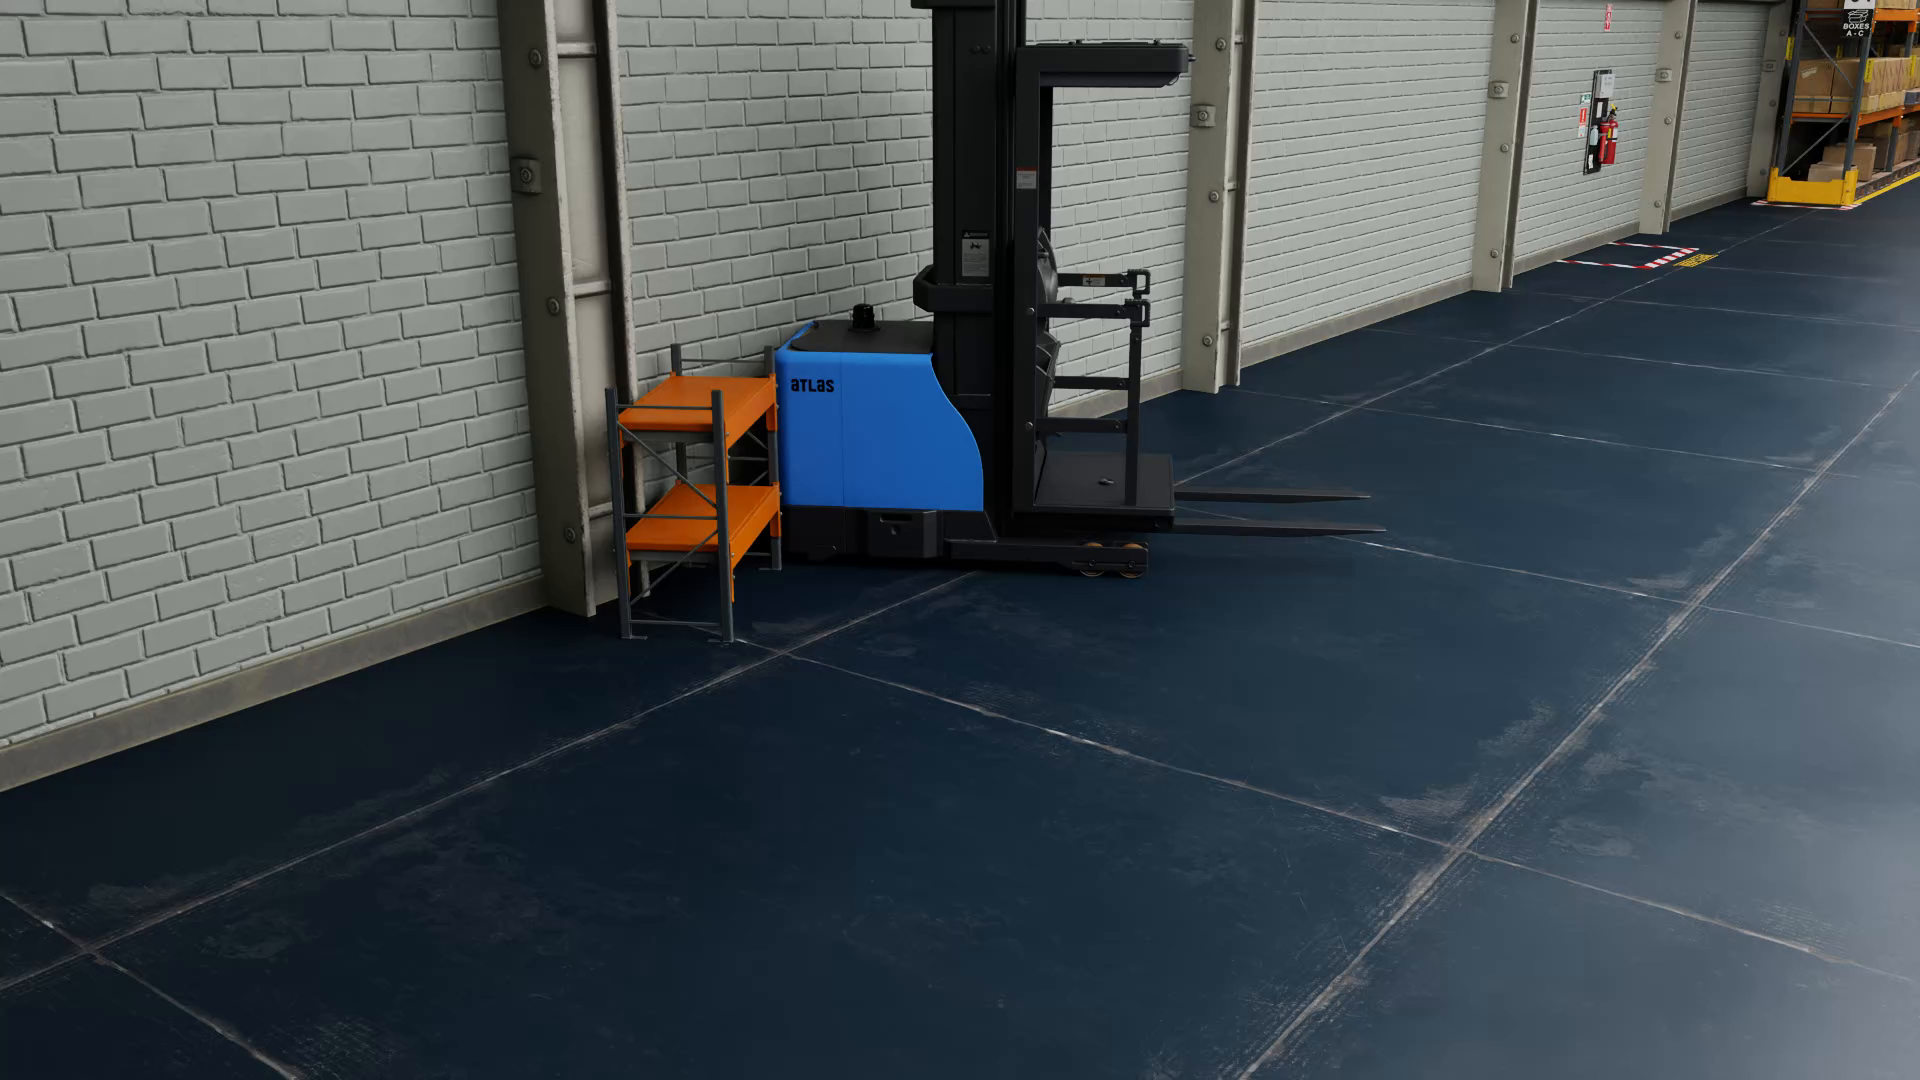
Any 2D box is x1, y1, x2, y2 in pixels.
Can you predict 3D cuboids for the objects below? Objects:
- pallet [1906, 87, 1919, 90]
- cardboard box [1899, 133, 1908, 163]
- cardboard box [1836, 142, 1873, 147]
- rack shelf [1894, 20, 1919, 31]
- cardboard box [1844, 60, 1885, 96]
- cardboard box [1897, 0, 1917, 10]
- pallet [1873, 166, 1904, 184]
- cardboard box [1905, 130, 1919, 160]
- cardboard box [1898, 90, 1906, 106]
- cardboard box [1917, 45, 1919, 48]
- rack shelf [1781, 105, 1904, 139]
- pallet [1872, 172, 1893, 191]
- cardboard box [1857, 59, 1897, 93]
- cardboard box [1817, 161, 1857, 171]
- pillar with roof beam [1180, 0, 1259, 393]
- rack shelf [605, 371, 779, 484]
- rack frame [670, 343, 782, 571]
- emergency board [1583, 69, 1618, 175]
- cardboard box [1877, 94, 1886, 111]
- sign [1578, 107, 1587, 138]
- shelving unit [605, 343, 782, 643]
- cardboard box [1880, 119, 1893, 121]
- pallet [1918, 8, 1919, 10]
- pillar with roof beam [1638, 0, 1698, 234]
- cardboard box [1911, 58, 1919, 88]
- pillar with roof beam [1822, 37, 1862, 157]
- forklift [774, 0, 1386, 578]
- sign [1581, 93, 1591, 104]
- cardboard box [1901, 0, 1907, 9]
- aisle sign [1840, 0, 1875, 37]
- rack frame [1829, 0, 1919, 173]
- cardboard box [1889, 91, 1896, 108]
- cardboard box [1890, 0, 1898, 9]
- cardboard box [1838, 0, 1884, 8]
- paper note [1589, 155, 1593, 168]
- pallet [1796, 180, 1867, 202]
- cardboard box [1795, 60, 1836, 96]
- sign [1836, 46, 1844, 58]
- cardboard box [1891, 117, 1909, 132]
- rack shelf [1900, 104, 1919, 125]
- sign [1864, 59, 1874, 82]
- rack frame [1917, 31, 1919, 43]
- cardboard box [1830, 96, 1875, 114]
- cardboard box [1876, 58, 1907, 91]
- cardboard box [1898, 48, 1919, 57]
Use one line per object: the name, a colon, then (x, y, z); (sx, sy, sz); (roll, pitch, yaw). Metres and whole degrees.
pallet: (16.488, -7.886, 29.403); (1.003, 0.211, 1.213); (12, 21, 35)
cardboard box: (16.573, -7.066, 29.914); (0.700, 0.500, 0.500); (12, 21, 34)
cardboard box: (14.665, -6.265, 27.335); (0.500, 0.500, 0.500); (11, 20, 31)
rack shelf: (18.826, -10.021, 32.112); (1.077, 0.370, 4.000); (12, 21, 35)
cardboard box: (13.696, -7.023, 25.257); (0.500, 0.500, 0.500); (12, 21, 35)
cardboard box: (15.147, -8.829, 26.856); (0.500, 0.500, 0.500); (13, 22, 36)
pallet: (15.714, -6.357, 28.860); (1.003, 0.211, 1.213); (12, 21, 35)
cardboard box: (17.247, -7.292, 30.640); (0.700, 0.500, 0.500); (13, 21, 35)
cardboard box: (15.212, -7.275, 27.332); (0.500, 0.250, 0.500); (12, 21, 35)
cardboard box: (18.129, -9.083, 30.967); (0.500, 0.250, 0.500); (13, 22, 36)
rack shelf: (14.059, -6.683, 26.421); (1.077, 0.370, 4.000); (12, 21, 35)
pallet: (14.879, -6.005, 27.726); (1.003, 0.211, 1.213); (12, 21, 35)
cardboard box: (14.307, -7.270, 26.052); (0.500, 0.500, 0.500); (13, 22, 36)
cardboard box: (13.692, -5.761, 26.030); (0.500, 0.311, 0.500); (15, 22, 39)
pillar with roof beam: (5.322, -4.687, 8.664); (9.100, 9.000, 0.400); (12, 21, 35)
rack shelf: (-1.192, -0.526, 7.555); (0.538, 0.278, 1.000); (2, 17, 6)
rack frame: (-1.138, -0.397, 8.125); (0.500, 1.125, 0.032); (2, 17, 6)
emergency board: (7.512, -4.859, 19.334); (0.194, 1.169, 0.643); (12, 21, 35)
cardboard box: (14.019, -6.795, 25.787); (0.500, 0.250, 0.500); (12, 21, 34)
sign: (7.099, -4.763, 18.963); (0.001, 0.329, 0.234); (12, 21, 35)
shelving unit: (-1.192, -0.247, 7.642); (0.538, 1.125, 1.048); (2, 17, 6)
cardboard box: (16.243, -7.286, 29.357); (0.500, 0.250, 0.500); (12, 21, 33)
pallet: (15.704, -8.974, 27.844); (1.213, 0.211, 1.003); (12, 21, 35)
pillar with roof beam: (12.472, -7.545, 17.868); (9.100, 9.000, 0.400); (12, 21, 35)
cardboard box: (16.287, -8.171, 29.086); (0.700, 0.500, 0.500); (16, 24, 42)
pillar with roof beam: (19.622, -10.404, 27.072); (9.100, 9.000, 0.400); (12, 21, 35)
forklift: (0.619, -1.380, 8.244); (3.031, 2.935, 1.130); (2, 17, 6)
sign: (7.109, -5.015, 18.883); (0.001, 0.109, 0.331); (12, 21, 35)
cardboard box: (14.537, -8.572, 26.030); (0.500, 0.500, 0.500); (11, 21, 33)
aisle sign: (13.066, -7.722, 24.169); (0.394, 0.787, 0.004); (12, 21, 35)
rack frame: (15.251, -7.503, 27.848); (1.000, 3.000, 0.127); (12, 21, 35)
cardboard box: (14.621, -7.035, 26.560); (0.500, 0.250, 0.500); (12, 21, 34)
cardboard box: (13.922, -8.322, 25.224); (0.500, 0.500, 0.500); (14, 22, 37)
cardboard box: (13.268, -8.076, 24.432); (0.500, 0.500, 0.500); (13, 22, 36)
paper note: (7.351, -4.409, 19.368); (0.016, 0.148, 0.142); (12, 21, 35)
pallet: (13.425, -5.424, 25.855); (1.003, 0.211, 1.213); (12, 21, 35)
cardboard box: (12.978, -6.997, 25.171); (0.500, 0.500, 0.500); (12, 21, 34)
sign: (14.803, -8.154, 27.990); (0.100, 0.325, 0.005); (12, 21, 35)
cardboard box: (16.857, -7.525, 30.127); (0.500, 0.250, 0.500); (13, 21, 36)
rack shelf: (16.442, -7.636, 29.489); (1.077, 0.370, 4.000); (12, 21, 35)
sign: (13.303, -6.868, 24.343); (0.100, 0.325, 0.005); (12, 21, 35)
rack frame: (20.017, -9.409, 33.984); (1.000, 3.000, 0.127); (12, 21, 35)
cardboard box: (13.413, -6.549, 24.993); (0.500, 0.250, 0.500); (12, 21, 33)
cardboard box: (14.925, -7.512, 26.832); (0.500, 0.500, 0.500); (12, 21, 34)
cardboard box: (17.273, -8.857, 30.203); (0.380, 0.149, 0.250); (9, 19, 26)
